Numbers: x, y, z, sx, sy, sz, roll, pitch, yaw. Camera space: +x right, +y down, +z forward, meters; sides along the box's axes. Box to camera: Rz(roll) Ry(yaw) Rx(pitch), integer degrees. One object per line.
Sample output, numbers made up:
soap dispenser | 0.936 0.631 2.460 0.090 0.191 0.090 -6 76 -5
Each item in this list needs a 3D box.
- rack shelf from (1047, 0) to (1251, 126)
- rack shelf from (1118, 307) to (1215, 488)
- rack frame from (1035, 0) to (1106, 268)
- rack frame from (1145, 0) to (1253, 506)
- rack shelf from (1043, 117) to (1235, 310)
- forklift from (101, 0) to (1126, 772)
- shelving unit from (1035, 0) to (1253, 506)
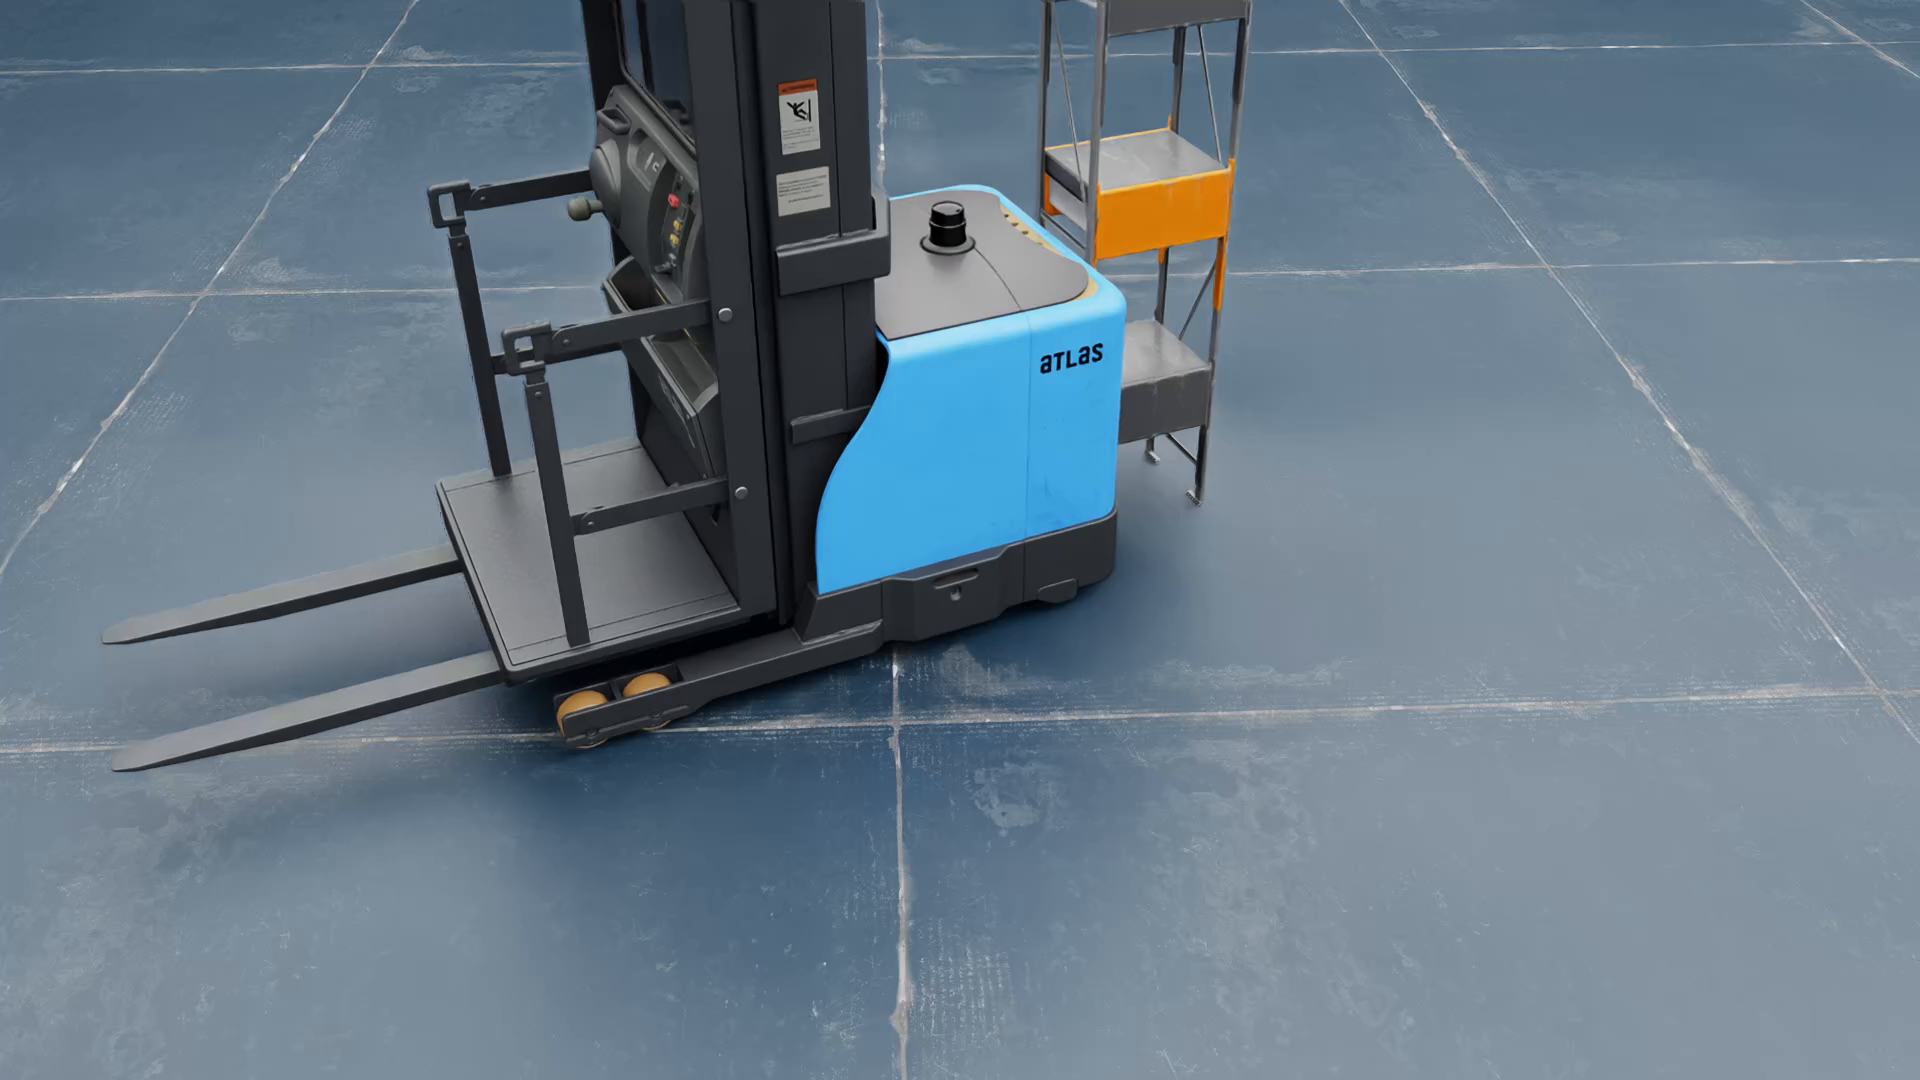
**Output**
rack shelf | 0.557 -1.601 5.013 0.480 0.518 0.431 -14 37 -19
rack shelf | 0.557 -0.450 5.810 0.480 0.518 0.431 -14 37 -19
rack frame | 0.333 -0.982 5.324 0.015 2.100 0.400 -14 37 -19
rack frame | 0.781 -1.092 5.483 0.015 2.100 0.400 -14 37 -19
rack shelf | 0.557 -1.026 5.411 0.480 0.518 0.431 -14 37 -19
forklift | -1.048 -0.939 4.532 3.031 2.935 1.130 -15 37 -20
shelving unit | 0.557 -1.037 5.403 0.503 2.100 0.431 -14 37 -19
